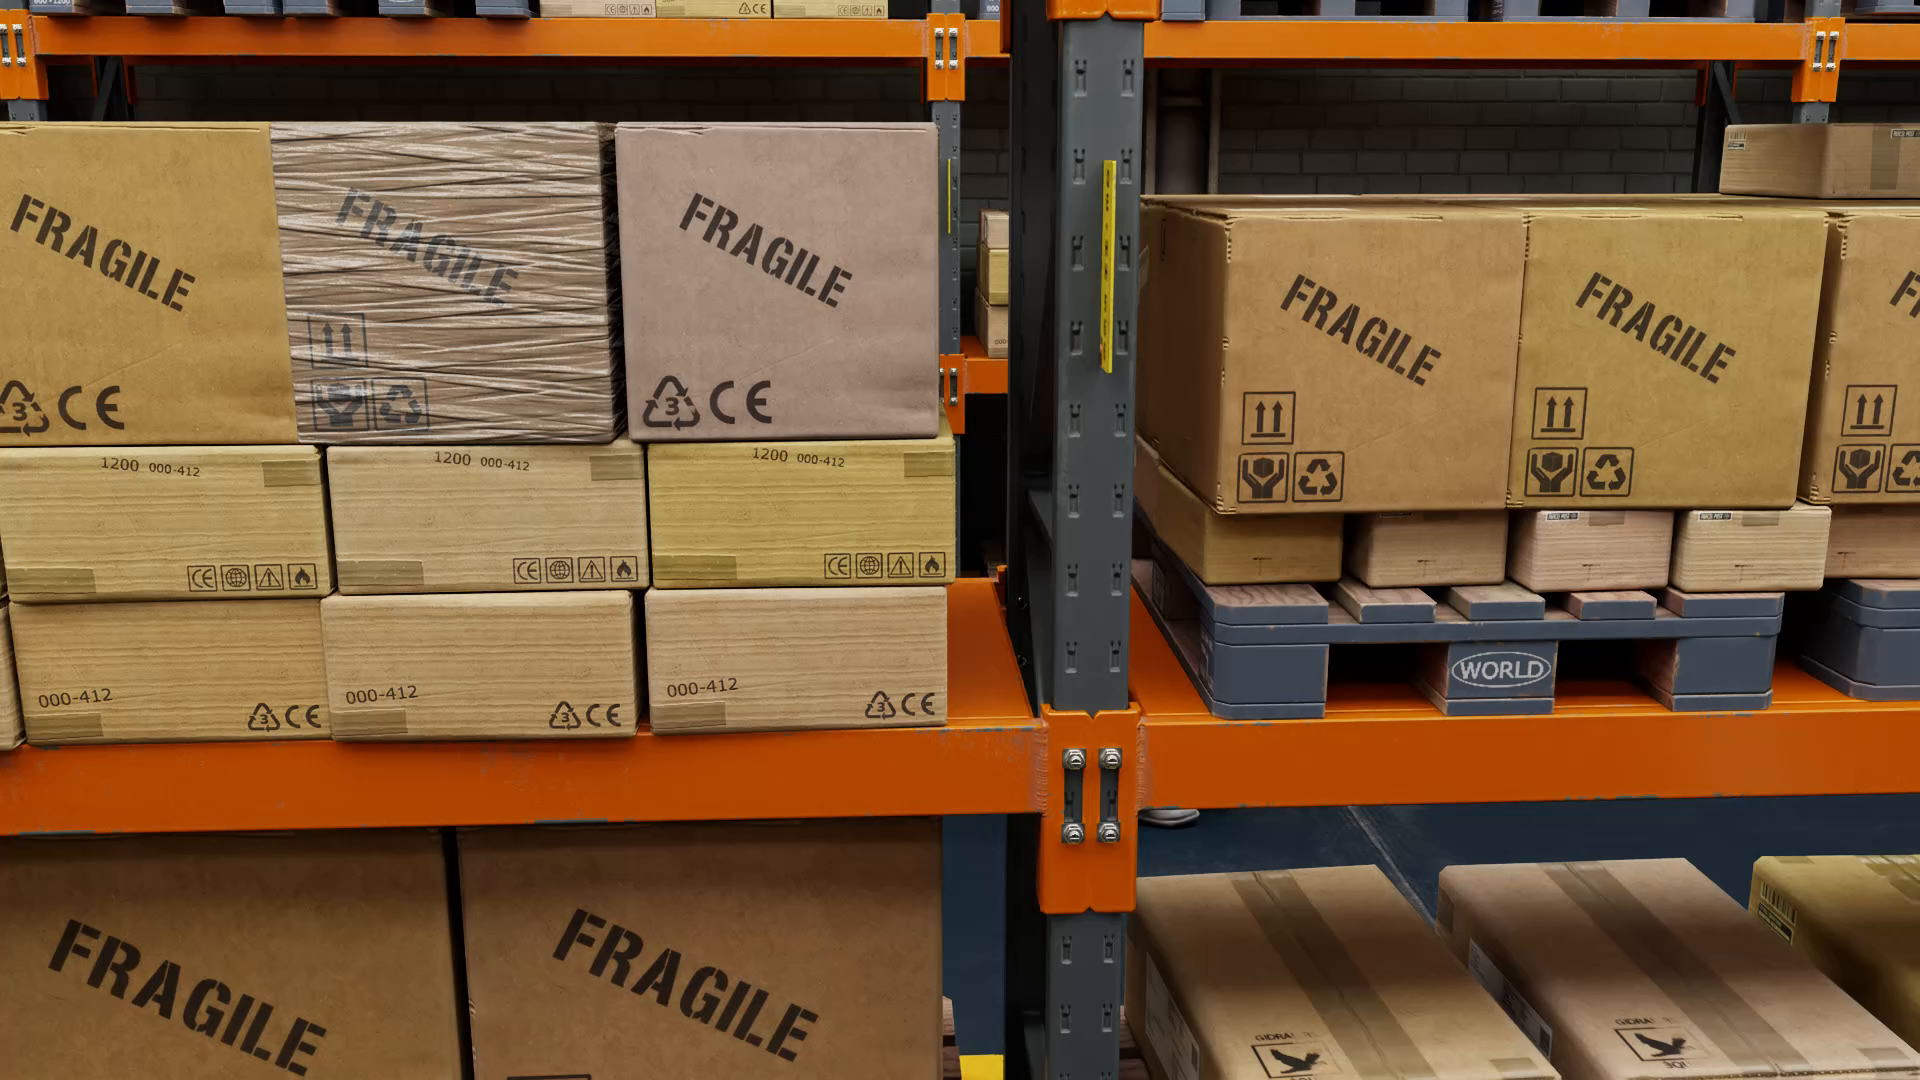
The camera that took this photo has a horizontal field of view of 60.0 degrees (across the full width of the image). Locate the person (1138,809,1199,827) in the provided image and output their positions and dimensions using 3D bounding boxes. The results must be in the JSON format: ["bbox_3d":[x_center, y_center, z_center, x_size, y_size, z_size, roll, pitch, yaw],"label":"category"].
[{"bbox_3d":[0.624,0.060,5.711,0.446,1.775,0.617,-1,13,-3],"label":"person"}]
